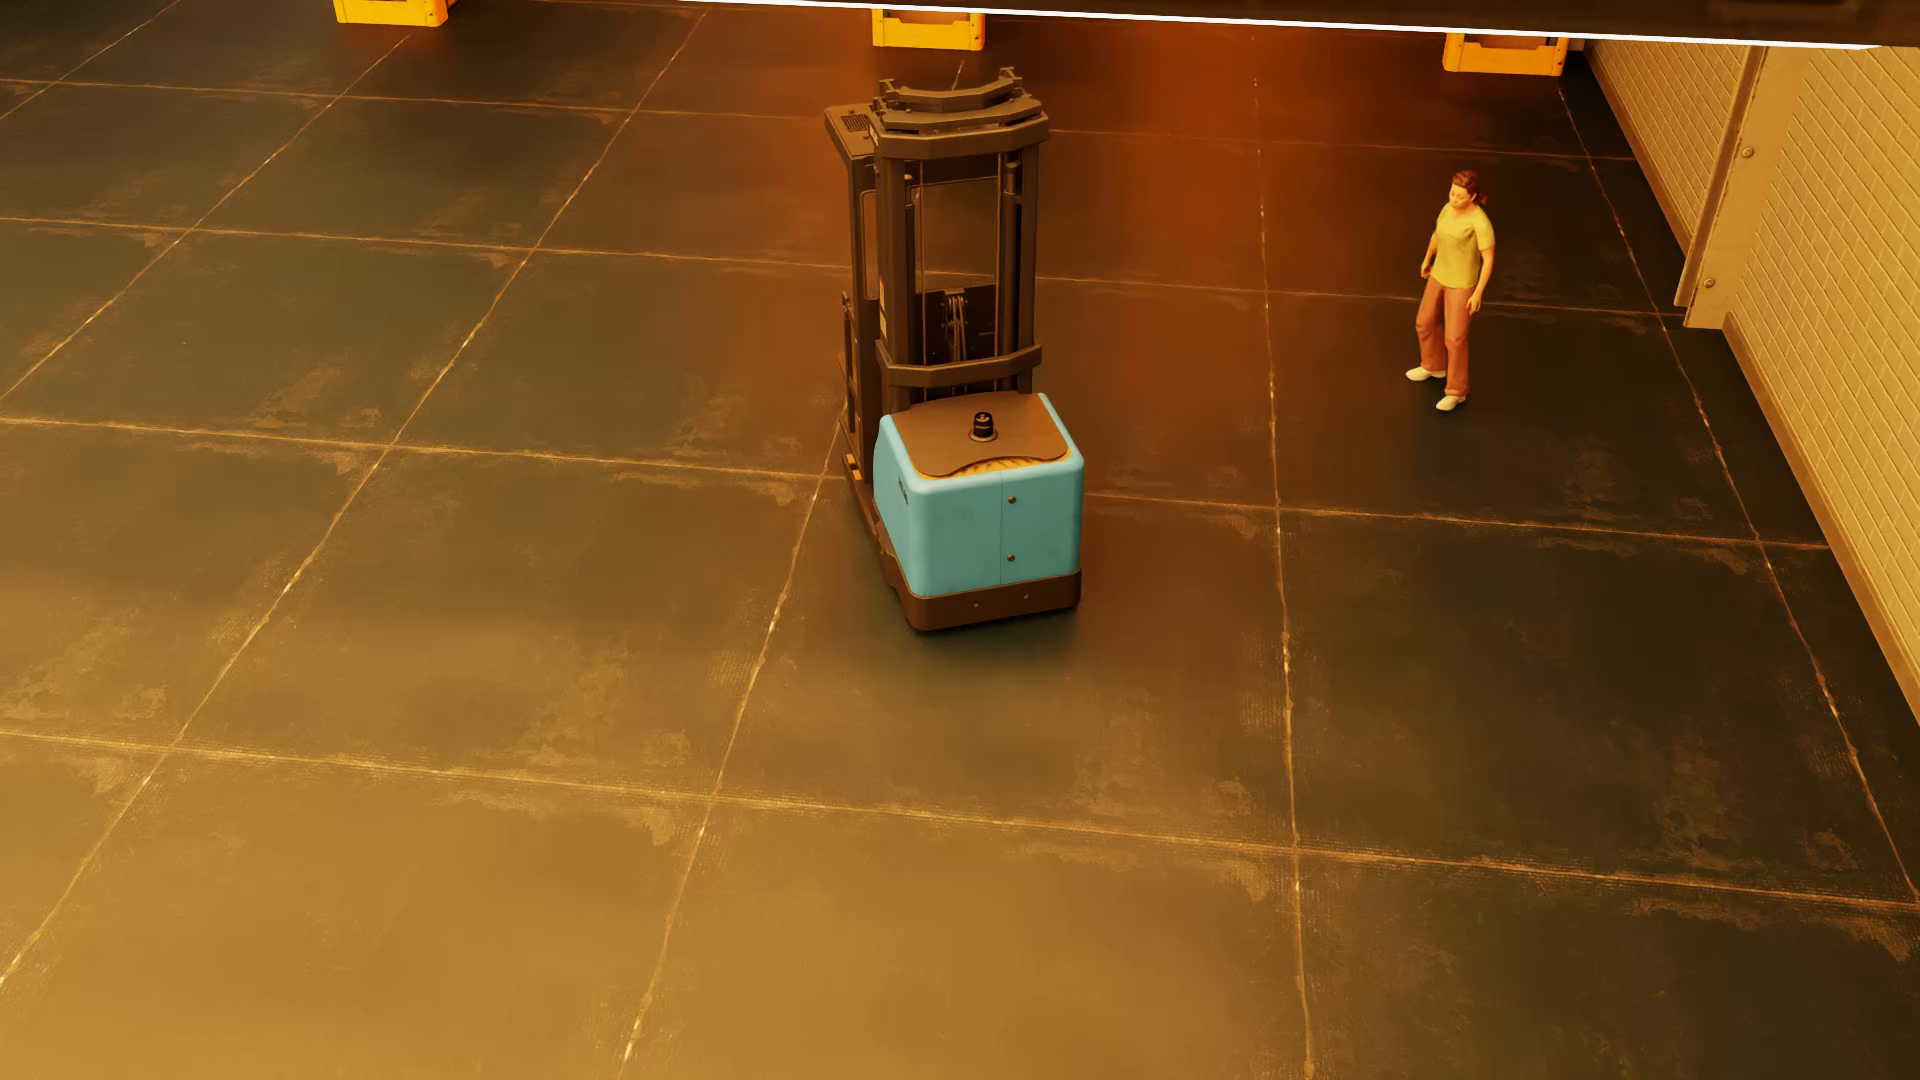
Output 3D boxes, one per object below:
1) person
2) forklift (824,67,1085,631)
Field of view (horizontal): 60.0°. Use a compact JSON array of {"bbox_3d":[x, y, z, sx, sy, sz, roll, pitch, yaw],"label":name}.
[{"bbox_3d":[3.402,-1.785,11.533,0.391,1.650,0.697,-16,39,-21],"label":"person"},{"bbox_3d":[-0.159,-1.528,10.103,1.130,2.935,3.031,-9,37,-12],"label":"forklift"}]
